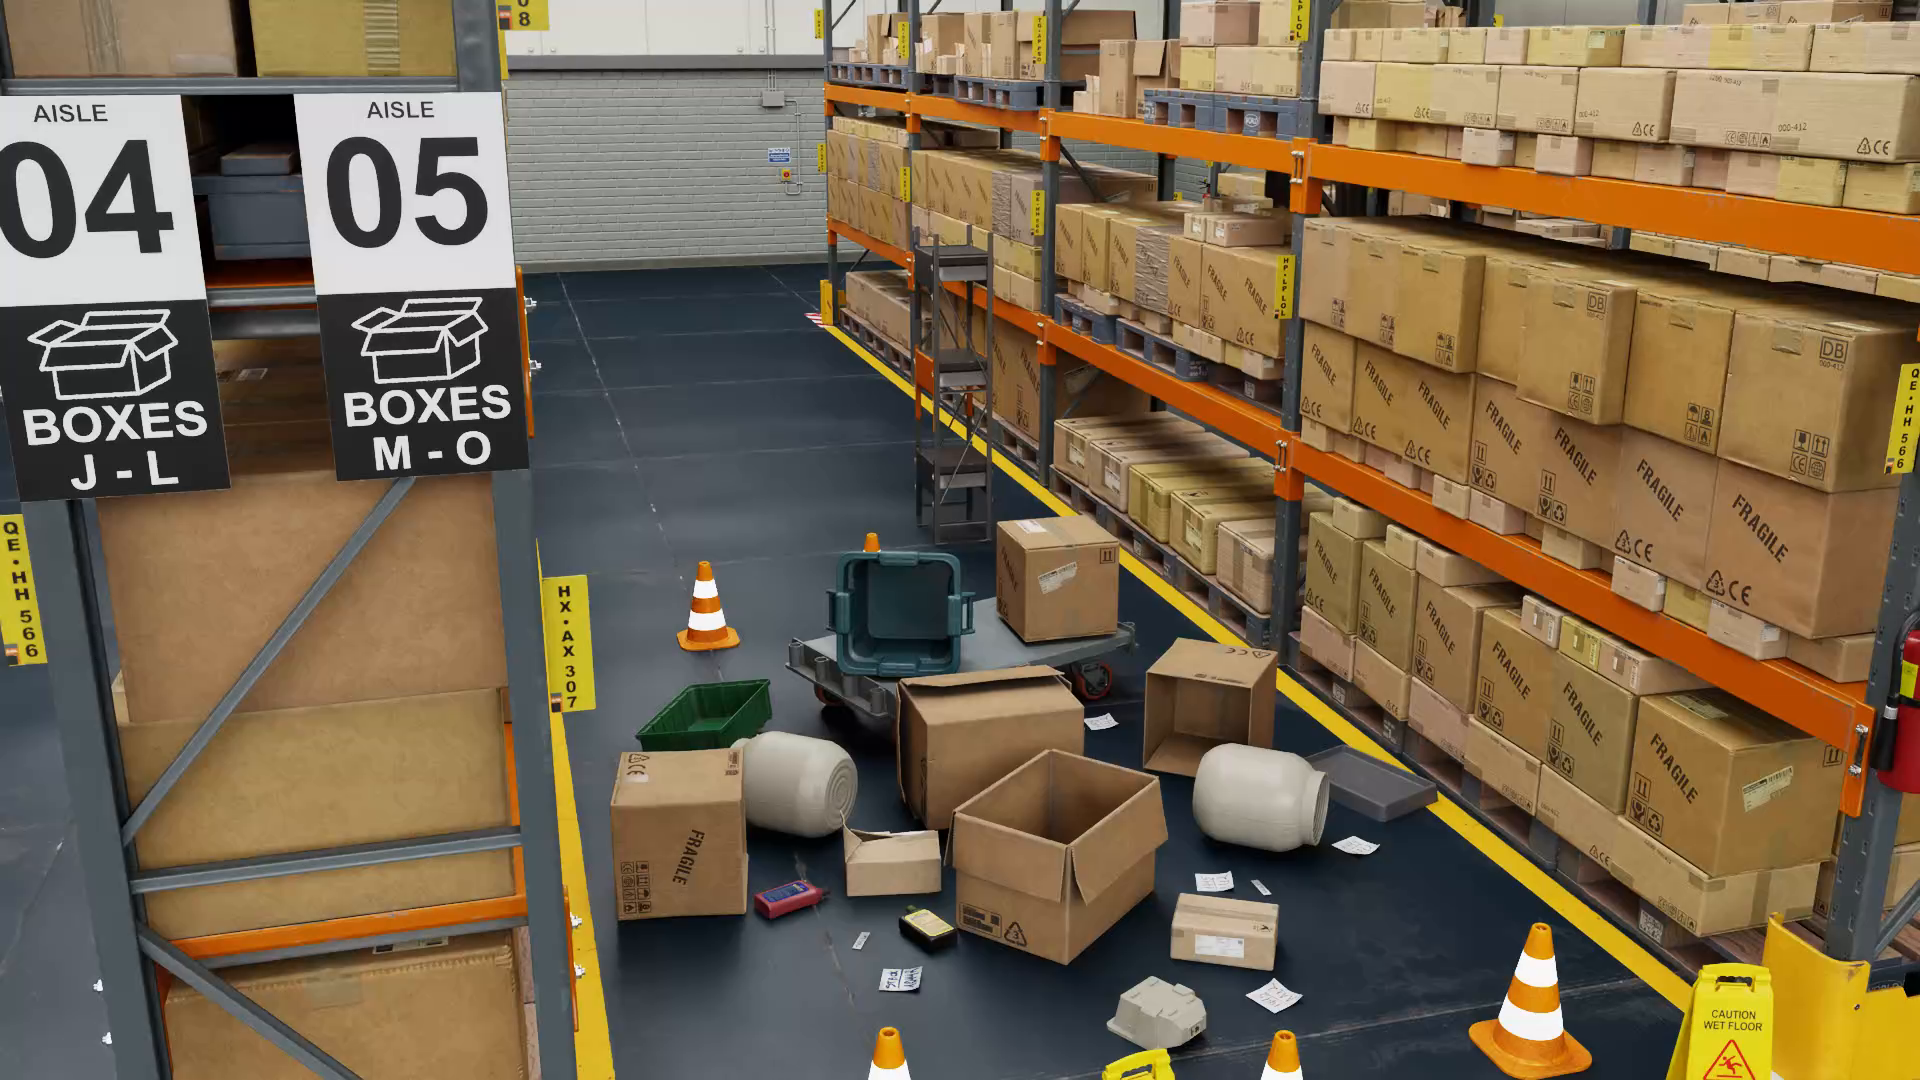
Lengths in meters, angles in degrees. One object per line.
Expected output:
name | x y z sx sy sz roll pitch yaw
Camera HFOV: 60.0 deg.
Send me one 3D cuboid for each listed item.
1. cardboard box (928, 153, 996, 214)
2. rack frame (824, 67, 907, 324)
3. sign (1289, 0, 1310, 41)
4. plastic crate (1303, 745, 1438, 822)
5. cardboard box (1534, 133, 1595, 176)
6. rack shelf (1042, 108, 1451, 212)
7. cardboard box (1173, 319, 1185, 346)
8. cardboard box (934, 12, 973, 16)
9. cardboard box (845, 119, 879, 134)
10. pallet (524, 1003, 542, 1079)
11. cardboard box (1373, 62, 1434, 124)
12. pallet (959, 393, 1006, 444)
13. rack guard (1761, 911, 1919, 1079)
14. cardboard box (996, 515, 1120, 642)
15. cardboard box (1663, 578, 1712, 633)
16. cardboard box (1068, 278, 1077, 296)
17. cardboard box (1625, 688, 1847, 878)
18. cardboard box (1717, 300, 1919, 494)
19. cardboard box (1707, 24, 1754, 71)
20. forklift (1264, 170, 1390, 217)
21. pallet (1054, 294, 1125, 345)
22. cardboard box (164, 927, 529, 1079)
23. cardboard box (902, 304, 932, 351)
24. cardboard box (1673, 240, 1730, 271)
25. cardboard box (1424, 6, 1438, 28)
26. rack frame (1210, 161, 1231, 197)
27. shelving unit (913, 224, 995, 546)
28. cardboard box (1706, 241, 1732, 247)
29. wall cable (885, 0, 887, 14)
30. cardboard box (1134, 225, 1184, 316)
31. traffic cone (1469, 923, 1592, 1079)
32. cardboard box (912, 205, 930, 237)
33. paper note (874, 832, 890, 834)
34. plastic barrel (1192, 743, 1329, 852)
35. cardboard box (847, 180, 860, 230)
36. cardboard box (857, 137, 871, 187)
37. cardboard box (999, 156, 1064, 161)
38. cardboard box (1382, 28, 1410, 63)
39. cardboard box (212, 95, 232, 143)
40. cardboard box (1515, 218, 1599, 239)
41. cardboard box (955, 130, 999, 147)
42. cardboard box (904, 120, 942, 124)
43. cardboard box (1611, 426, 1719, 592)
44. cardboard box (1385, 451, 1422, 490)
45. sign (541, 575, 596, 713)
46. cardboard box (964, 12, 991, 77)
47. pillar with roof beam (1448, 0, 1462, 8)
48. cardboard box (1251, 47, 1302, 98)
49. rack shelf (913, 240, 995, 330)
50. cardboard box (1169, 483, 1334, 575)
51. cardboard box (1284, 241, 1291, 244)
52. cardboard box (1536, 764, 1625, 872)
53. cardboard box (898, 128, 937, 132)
cardboard box | 0.016 -3.249 15.141 0.500 0.500 0.500 -5 17 -16
rack frame | -1.094 -4.111 19.925 1.000 3.000 0.127 -5 17 -15
sign | 1.671 -2.620 8.162 0.100 0.325 0.005 -5 17 -15
plastic crate | 1.847 1.105 7.633 0.402 0.080 0.583 -12 20 -34
cardboard box | 2.471 -1.500 6.453 0.380 0.149 0.250 -5 17 -16
rack shelf | 1.654 -2.437 10.388 1.077 0.370 4.000 -5 17 -15
cardboard box | 1.530 -1.277 10.195 0.380 0.149 0.250 -5 17 -15
cardboard box | 0.045 -4.918 16.317 0.500 0.500 0.500 -4 17 -14
cardboard box | -1.072 -4.609 18.544 0.380 0.149 0.250 -5 18 -17
pallet | -1.724 1.854 4.912 1.003 0.211 1.213 -5 17 -15
cardboard box | 2.212 -2.014 7.472 0.500 0.250 0.500 -5 17 -16
pallet | 0.628 -1.124 14.826 1.003 0.211 1.213 -5 17 -15
rack guard | 3.282 1.491 5.621 1.175 0.500 0.348 -5 17 -15
cardboard box | 0.500 0.192 8.629 0.500 0.500 0.500 -5 17 -15
cardboard box | 2.768 0.214 5.961 0.380 0.149 0.250 -5 17 -16
cardboard box | 1.015 -1.875 12.185 0.380 0.149 0.250 -6 18 -18
cardboard box | 2.832 0.870 6.087 0.500 0.500 0.500 -5 17 -15
cardboard box | 2.953 -0.479 5.403 0.700 0.500 0.500 -5 17 -17
cardboard box | 2.784 -1.672 5.640 0.380 0.149 0.250 -5 17 -15
forklift | 3.326 -2.368 14.241 1.130 2.935 3.031 -7 18 -23
pallet | 1.403 -1.618 11.957 1.213 0.211 1.003 -5 17 -15
cardboard box | -1.679 1.368 4.647 0.875 0.875 0.875 -5 17 -15
cardboard box | -0.064 -2.161 17.156 0.875 0.438 0.875 -5 17 -16
cardboard box | 5.899 -2.179 12.883 0.500 0.250 0.500 -4 17 -14
cardboard box | 4.524 -5.193 16.609 0.396 0.266 0.258 -5 17 -16
rack frame | 3.677 -4.505 21.234 1.000 3.000 0.127 -5 17 -15
shelving unit | -0.045 -1.051 11.302 0.431 2.100 0.503 -5 17 -15
cardboard box | 5.934 -2.325 12.676 0.380 0.149 0.250 -4 17 -15
wall cable | -2.204 -8.594 24.421 2.355 3.000 0.029 -5 17 -15
cardboard box | 1.438 -1.718 10.537 0.500 0.500 0.500 -5 18 -17
traffic cone | 1.944 1.513 5.612 0.336 0.463 0.334 -5 17 -15
cardboard box | -0.145 -3.028 15.711 0.500 0.250 0.500 -5 17 -17
paper note | -0.395 1.284 7.138 0.172 0.023 0.155 1 17 4
plastic barrel | 1.280 1.097 7.065 0.512 0.421 0.421 7 18 23
cardboard box | -0.950 -3.724 18.461 0.500 0.500 0.500 -5 17 -16
cardboard box | -0.801 -4.061 17.844 0.500 0.500 0.500 -5 17 -15
cardboard box | 0.639 -3.143 14.791 0.500 0.500 0.500 -4 17 -14
cardboard box | 2.140 -2.234 7.511 0.380 0.149 0.250 -5 18 -17
cardboard box | -1.986 -1.037 4.010 0.380 0.149 0.250 -4 17 -14
cardboard box | 5.275 -2.687 14.715 0.500 0.250 0.500 -6 18 -18
cardboard box | 0.168 -3.950 16.349 0.380 0.149 0.250 -5 17 -16
cardboard box | -0.400 -4.517 18.235 0.380 0.149 0.250 -4 17 -14
cardboard box | 2.756 -0.143 6.023 0.500 0.500 0.500 -5 17 -15
cardboard box | 2.238 -0.351 7.844 0.380 0.149 0.250 -4 17 -14
sign | -0.894 0.239 3.800 0.100 0.325 0.005 -5 17 -15
cardboard box | 0.341 -4.049 13.598 0.500 0.500 0.500 -5 17 -15
pillar with roof beam | 1.313 -6.195 16.433 9.100 9.000 0.400 -5 17 -15
cardboard box | 1.904 -2.508 8.904 0.500 0.250 0.500 -5 17 -16
rack shelf | -0.045 -1.709 11.105 0.431 0.518 0.480 -5 17 -15
cardboard box | 1.856 -0.078 10.335 0.950 0.372 0.625 -4 17 -12
cardboard box | 2.212 -1.474 9.725 0.500 0.500 0.500 -5 17 -15
cardboard box | 2.687 1.084 6.679 0.500 0.250 0.500 -5 17 -15
cardboard box | -0.413 -4.053 16.693 0.380 0.149 0.250 -5 17 -15
